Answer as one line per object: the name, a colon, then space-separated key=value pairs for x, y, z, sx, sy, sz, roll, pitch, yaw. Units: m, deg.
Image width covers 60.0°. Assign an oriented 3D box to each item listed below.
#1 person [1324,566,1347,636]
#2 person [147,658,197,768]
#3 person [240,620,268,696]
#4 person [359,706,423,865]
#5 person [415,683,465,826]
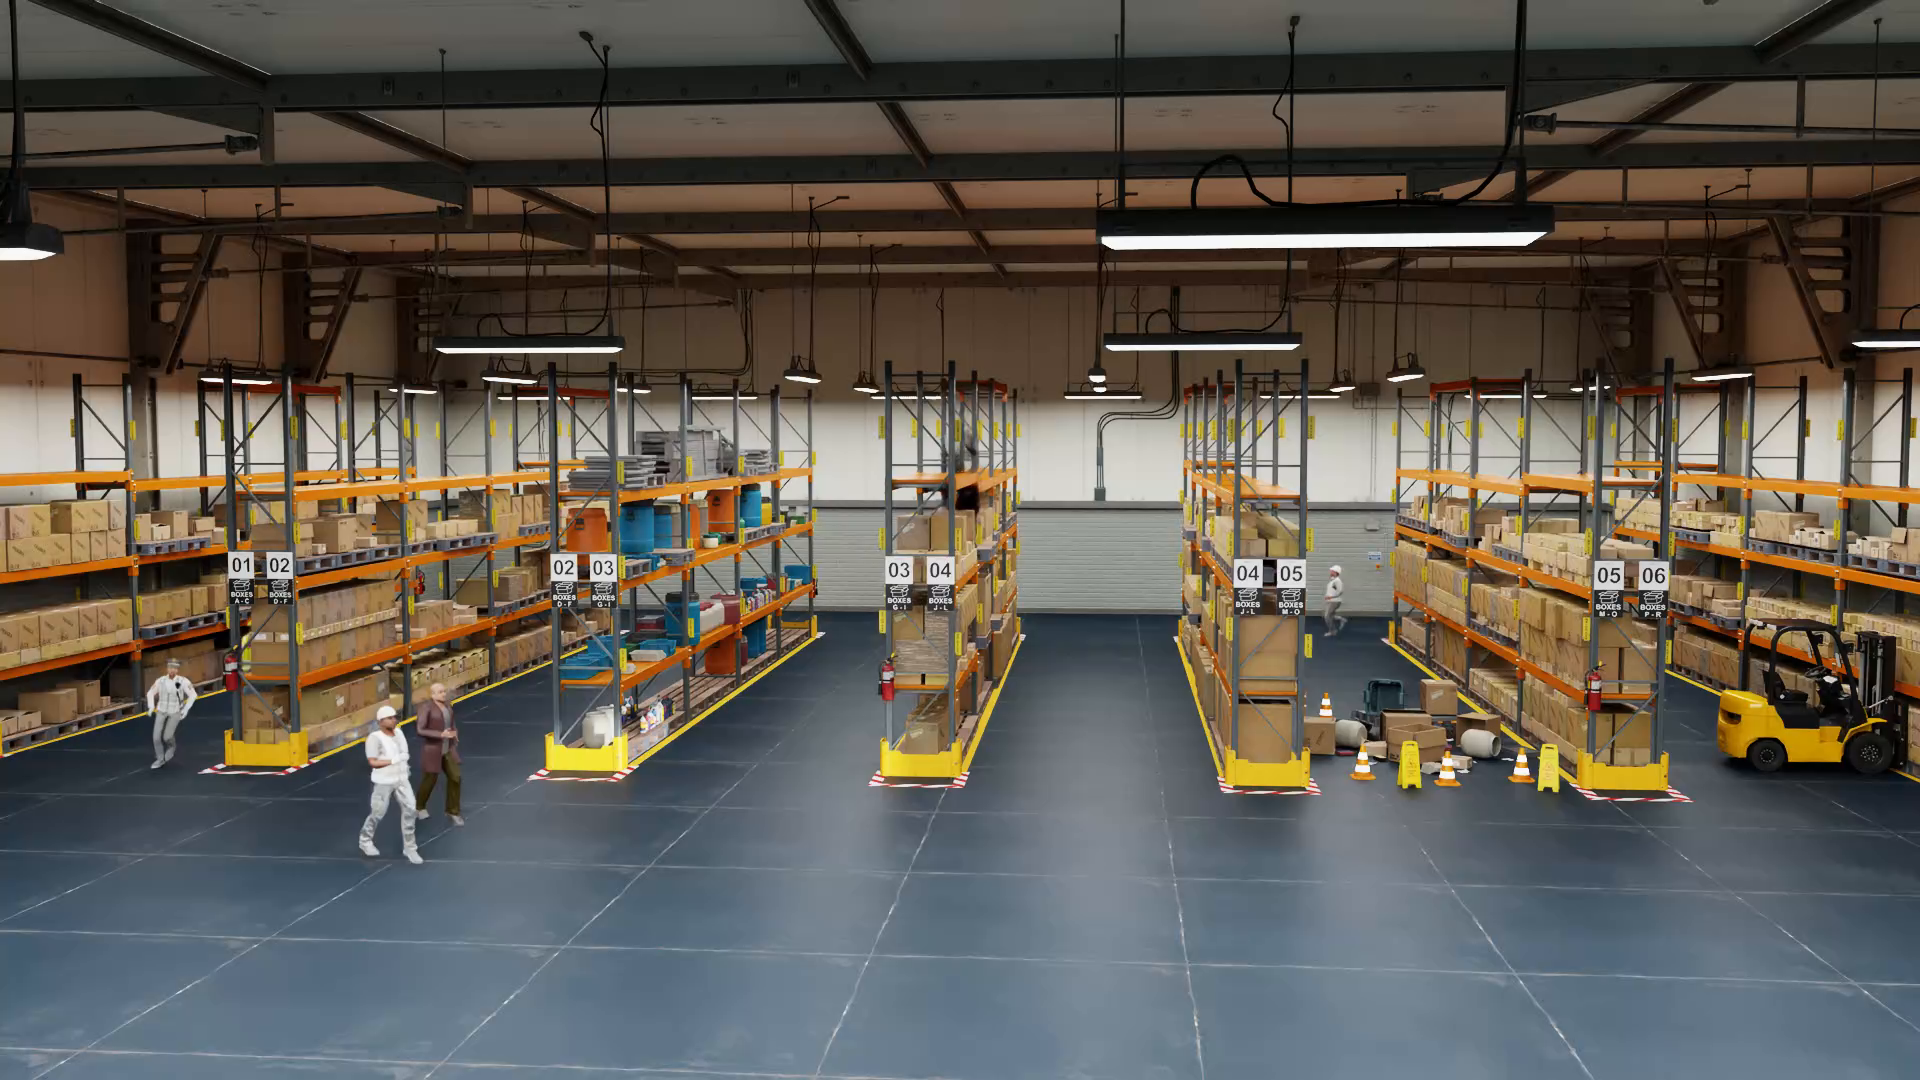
person: x=9.158 y=1.488 z=40.514 sx=0.596 sy=1.736 sz=0.661 roll=0 pitch=4 yaw=2
person: x=-11.746 y=2.569 z=24.715 sx=0.671 sy=1.633 sz=0.468 roll=0 pitch=4 yaw=-7
person: x=-12.099 y=2.236 z=28.498 sx=0.710 sy=1.747 sz=0.968 roll=0 pitch=4 yaw=-3
person: x=-6.617 y=2.832 z=19.272 sx=0.828 sy=1.836 sz=0.667 roll=2 pitch=4 yaw=30
person: x=-6.641 y=2.737 z=21.142 sx=0.846 sy=1.867 sz=0.740 roll=2 pitch=4 yaw=32
